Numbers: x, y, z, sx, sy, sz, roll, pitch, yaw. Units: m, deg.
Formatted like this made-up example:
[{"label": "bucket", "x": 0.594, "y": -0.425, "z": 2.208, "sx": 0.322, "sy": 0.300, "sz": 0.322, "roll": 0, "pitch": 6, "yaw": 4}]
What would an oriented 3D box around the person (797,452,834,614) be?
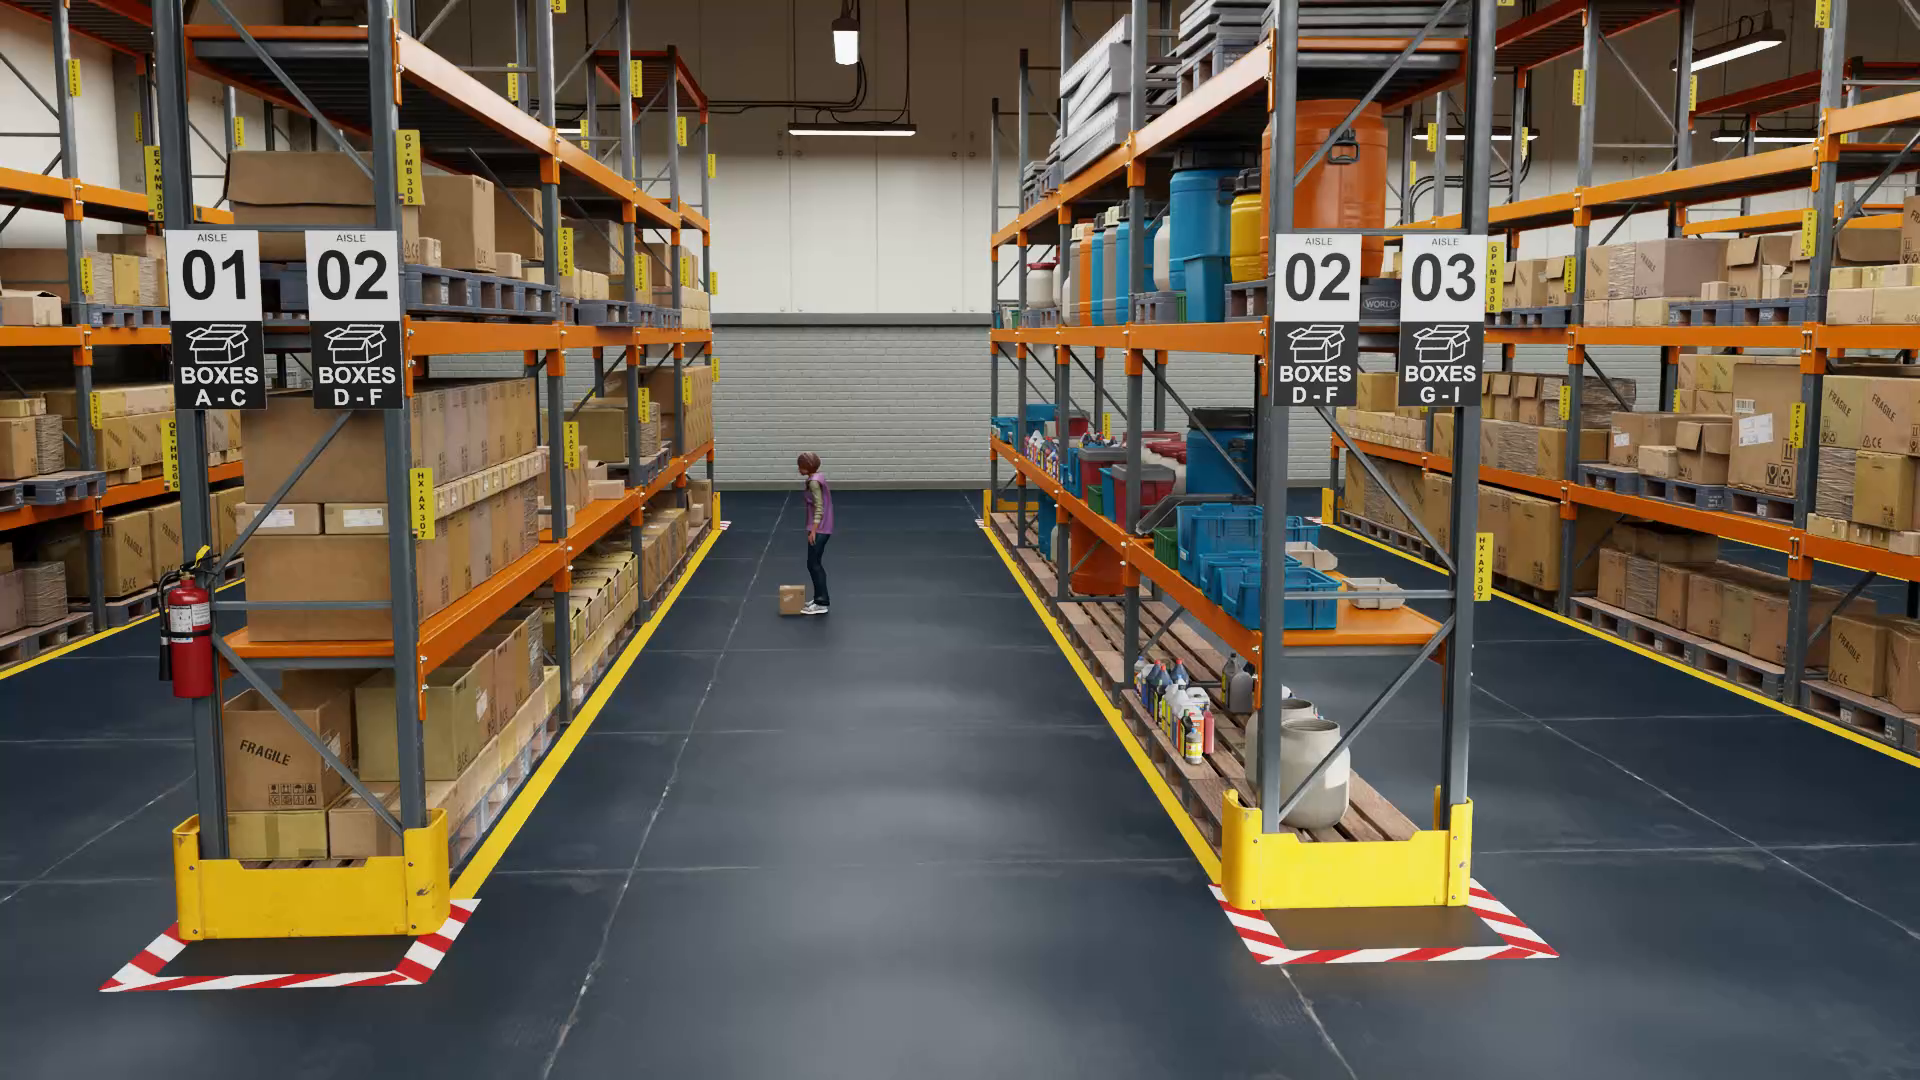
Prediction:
[{"label": "person", "x": -1.422, "y": -0.076, "z": 16.416, "sx": 0.349, "sy": 1.592, "sz": 0.466, "roll": -1, "pitch": 7, "yaw": -4}]
